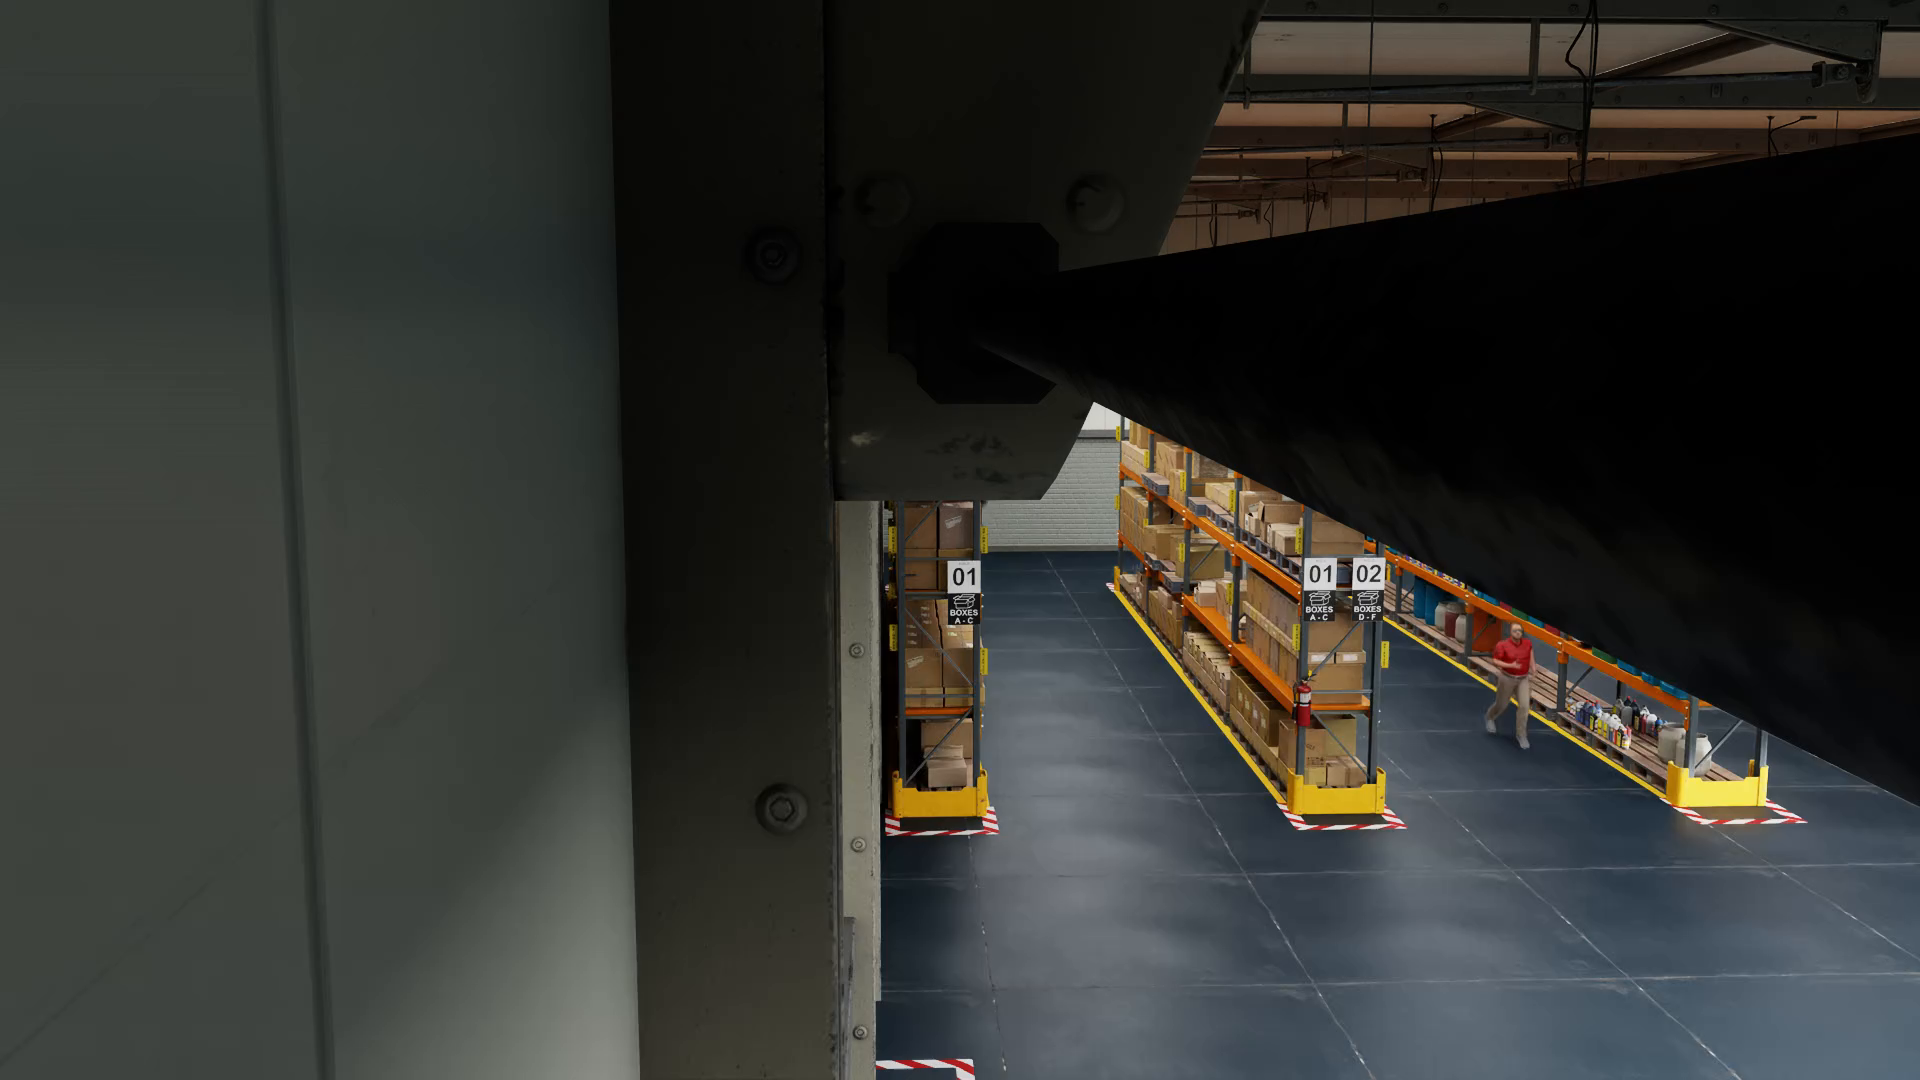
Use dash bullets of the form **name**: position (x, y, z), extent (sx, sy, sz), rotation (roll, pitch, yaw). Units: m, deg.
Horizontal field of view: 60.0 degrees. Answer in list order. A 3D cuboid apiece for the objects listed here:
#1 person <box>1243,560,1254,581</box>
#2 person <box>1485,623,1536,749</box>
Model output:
- **person**: position (5.988, 0.502, 34.970), extent (0.573, 1.638, 0.572), rotation (-1, 8, -10)
- **person**: position (7.953, 2.047, 23.953), extent (0.671, 1.769, 0.963), rotation (0, 8, -3)
